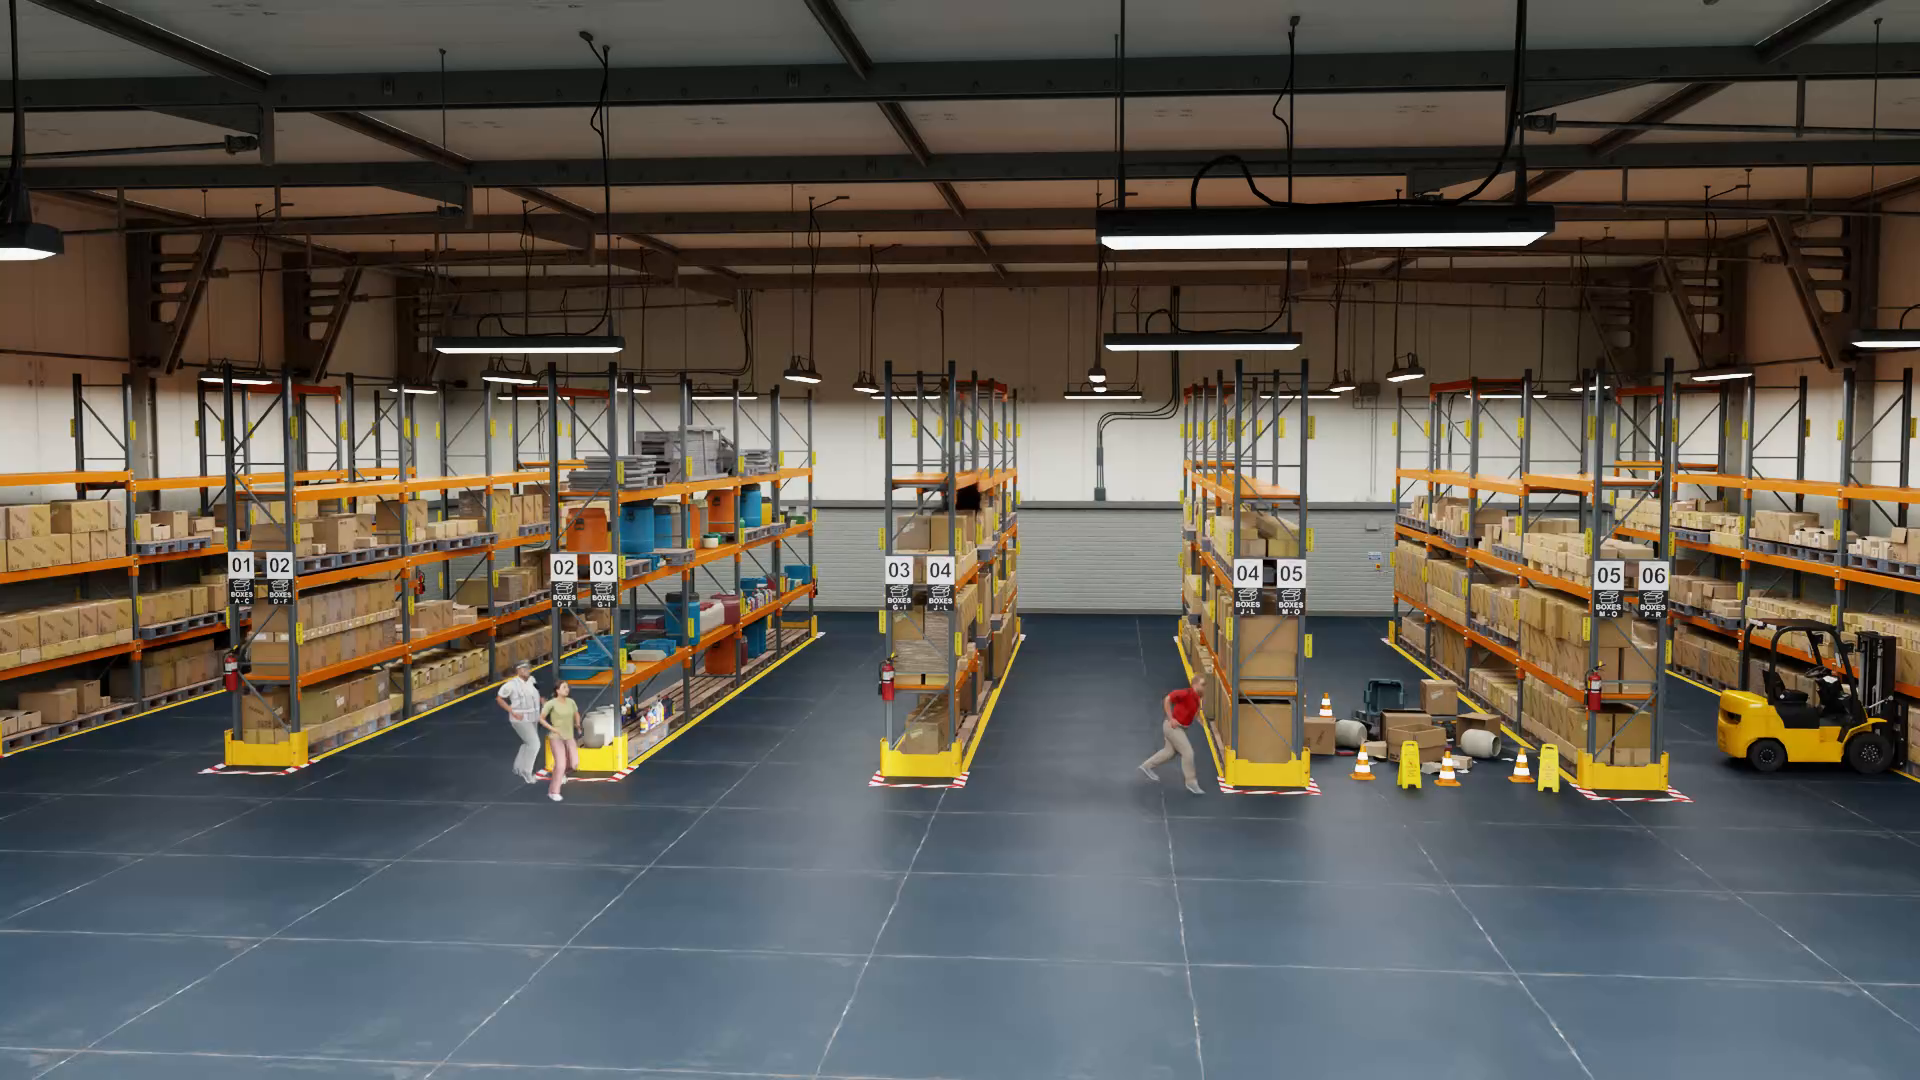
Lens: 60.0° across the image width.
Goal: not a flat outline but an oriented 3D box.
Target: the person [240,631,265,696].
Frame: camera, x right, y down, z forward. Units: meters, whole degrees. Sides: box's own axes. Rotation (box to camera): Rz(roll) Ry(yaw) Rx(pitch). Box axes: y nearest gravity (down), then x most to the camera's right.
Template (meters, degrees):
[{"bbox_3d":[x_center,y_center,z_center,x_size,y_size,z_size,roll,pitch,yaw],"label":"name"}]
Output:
[{"bbox_3d":[-11.719,2.351,27.554,0.669,1.684,0.760,0,4,2],"label":"person"}]

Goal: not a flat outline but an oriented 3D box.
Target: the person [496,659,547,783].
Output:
[{"bbox_3d":[-6.195,2.596,23.687,0.684,1.832,0.636,1,4,20],"label":"person"}]

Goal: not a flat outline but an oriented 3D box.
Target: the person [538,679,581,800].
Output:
[{"bbox_3d":[-5.471,2.716,22.799,0.623,1.631,0.570,-4,5,-44],"label":"person"}]

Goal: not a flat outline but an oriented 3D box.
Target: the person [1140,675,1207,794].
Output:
[{"bbox_3d":[2.953,2.689,23.145,1.021,1.693,0.705,3,5,35],"label":"person"}]
